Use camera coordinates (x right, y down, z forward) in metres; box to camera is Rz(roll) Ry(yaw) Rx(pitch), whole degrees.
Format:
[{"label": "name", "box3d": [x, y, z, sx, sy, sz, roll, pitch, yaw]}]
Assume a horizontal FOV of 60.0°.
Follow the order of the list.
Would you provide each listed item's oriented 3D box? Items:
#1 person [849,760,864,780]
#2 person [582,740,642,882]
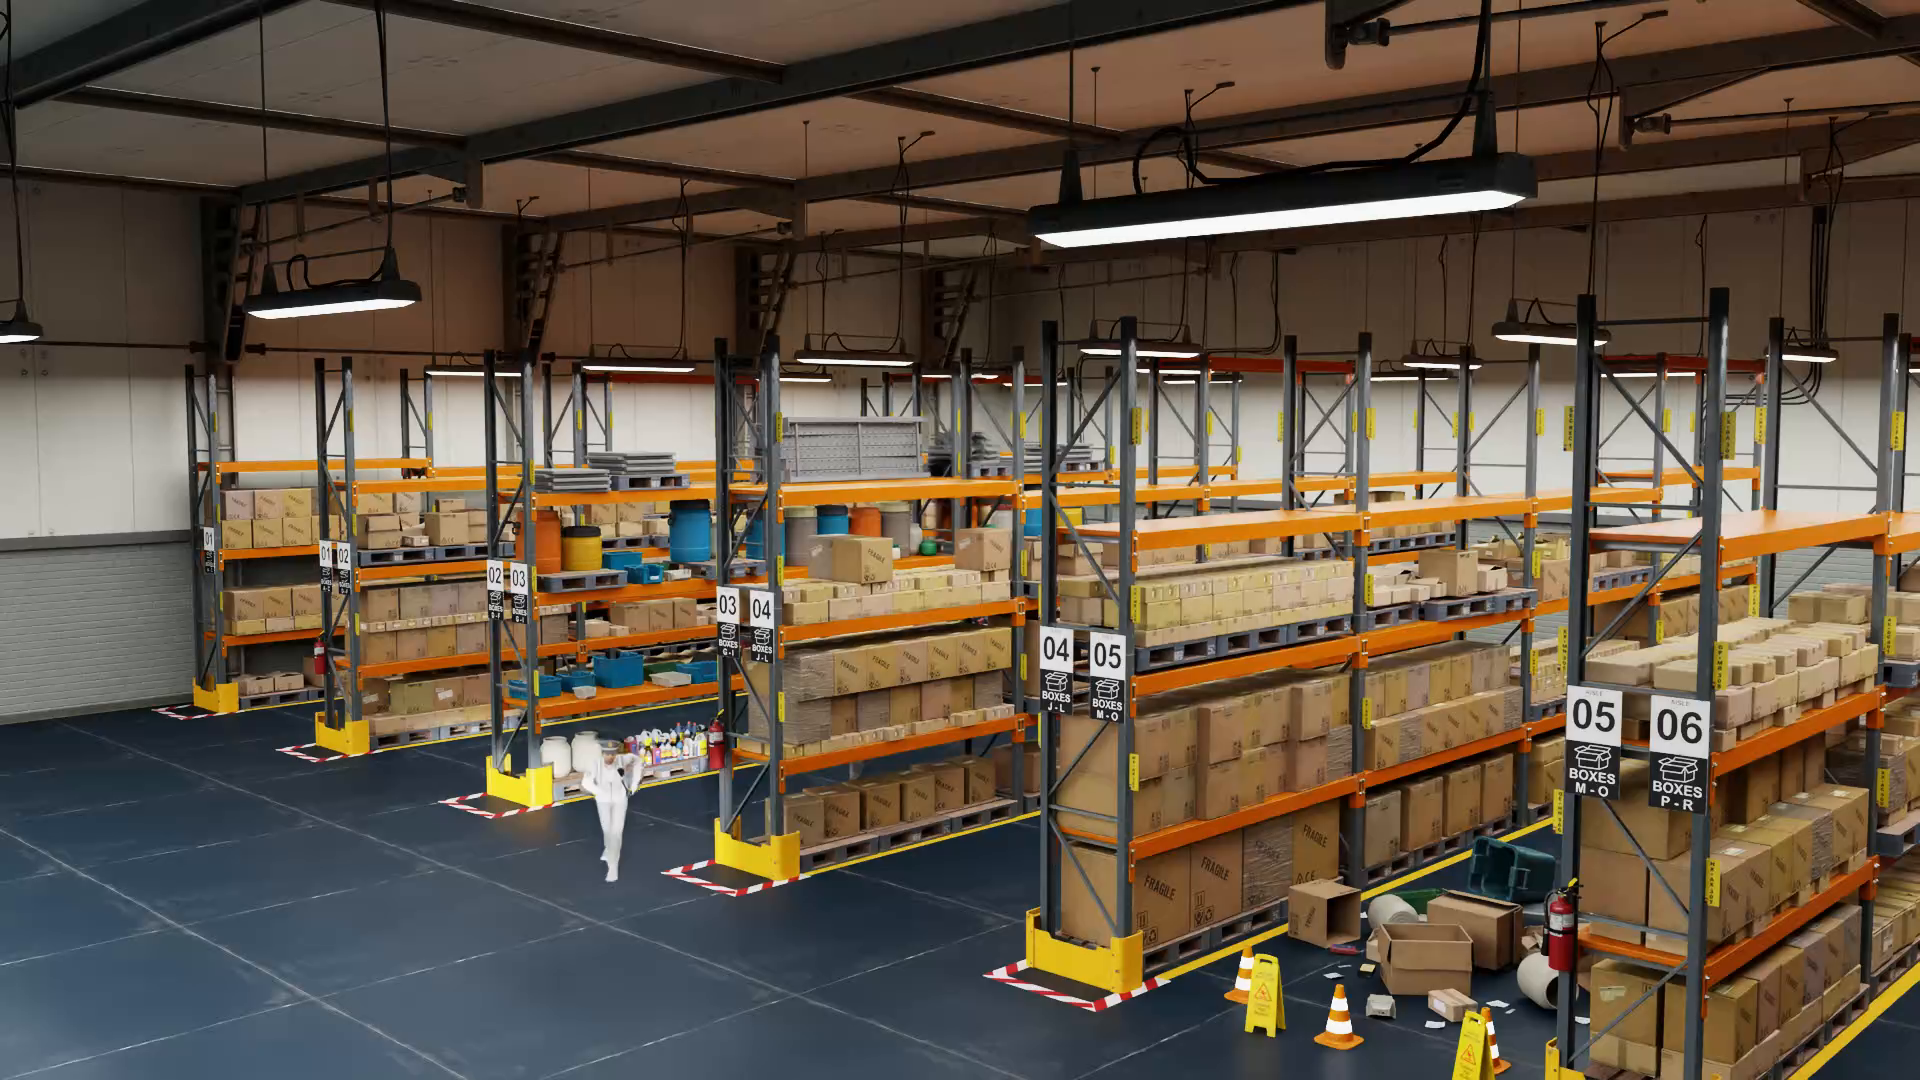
[{"label": "person", "box3d": [-1.517, 2.623, 23.090, 0.596, 1.598, 0.701, 3, 5, 35]}, {"label": "person", "box3d": [-3.901, 2.975, 18.676, 0.657, 1.622, 0.957, -1, 4, -12]}]
